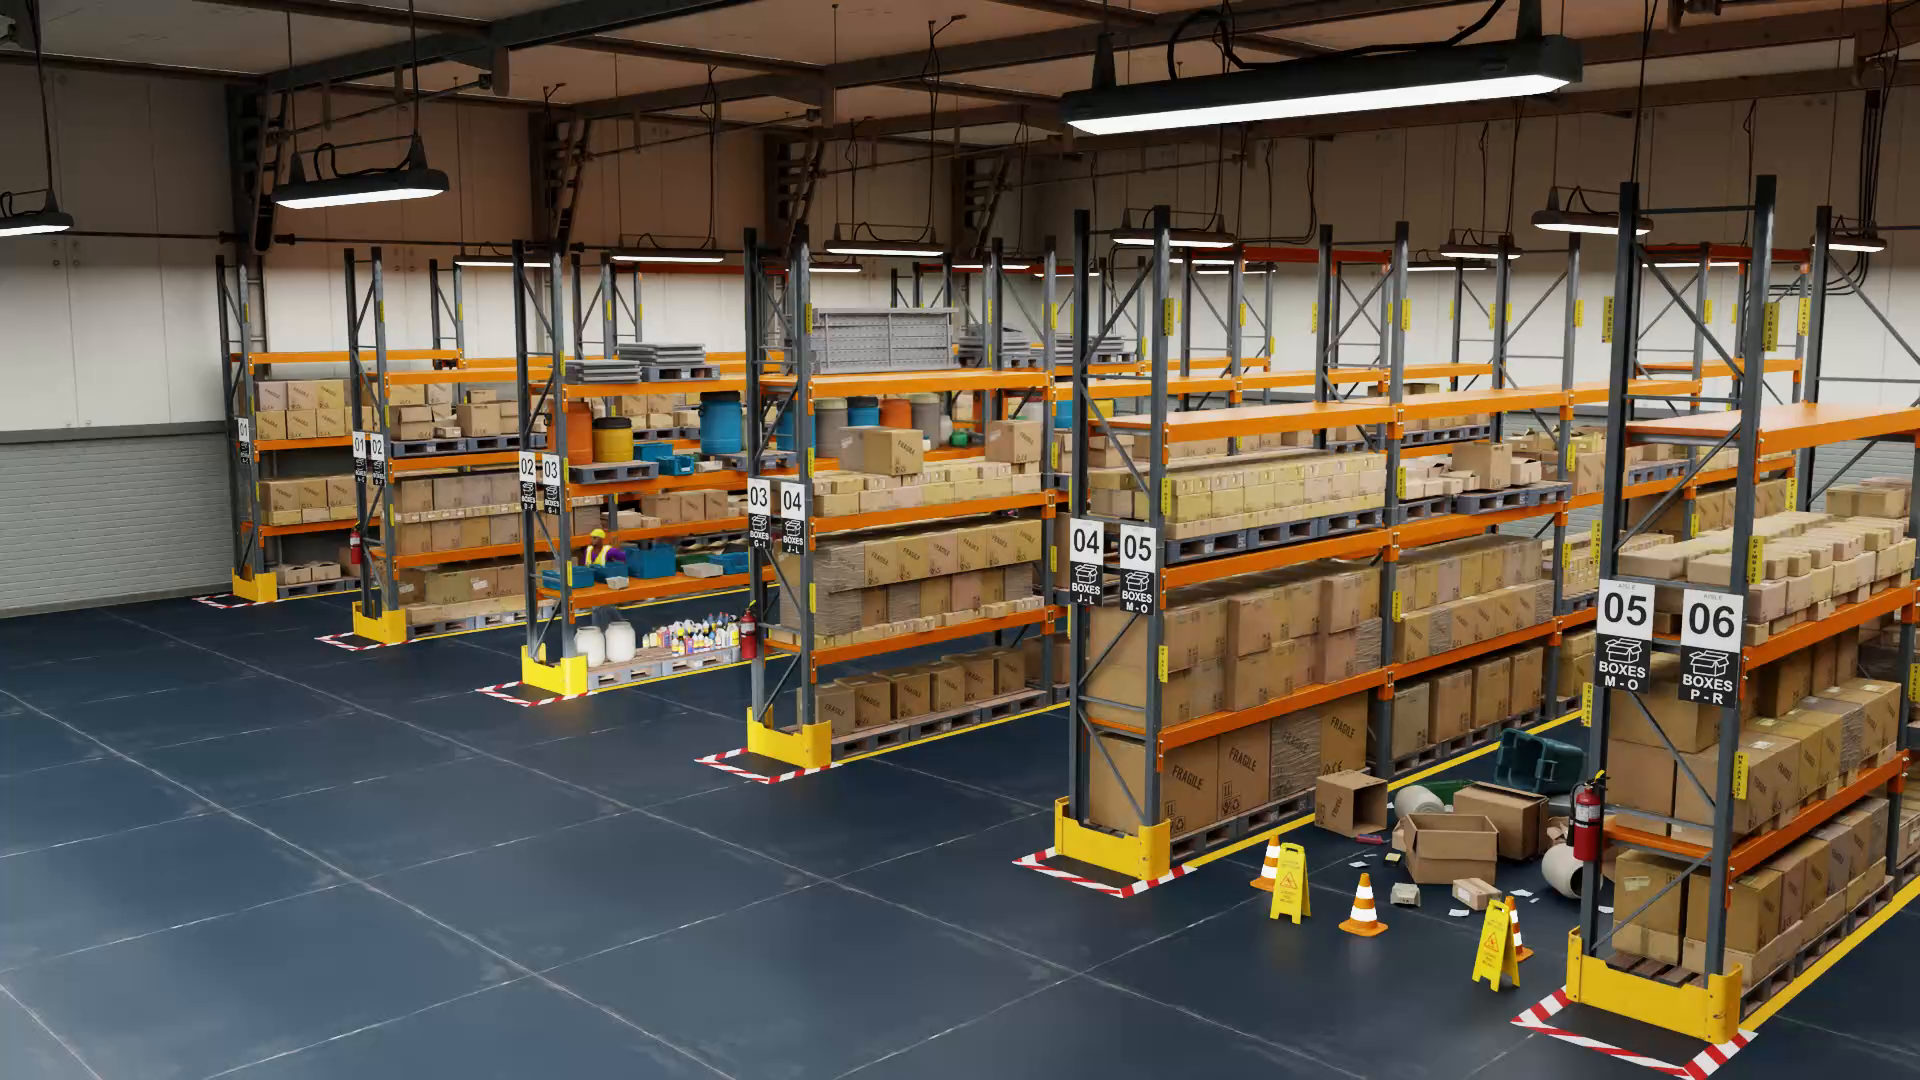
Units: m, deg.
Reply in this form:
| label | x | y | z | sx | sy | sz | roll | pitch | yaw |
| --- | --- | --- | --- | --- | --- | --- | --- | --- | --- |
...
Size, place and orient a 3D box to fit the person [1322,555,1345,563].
| label | x | y | z | sx | sy | sz | roll | pitch | yaw |
| --- | --- | --- | --- | --- | --- | --- | --- | --- | --- |
| person | 5.326 | 0.869 | 23.997 | 0.644 | 1.785 | 0.904 | 8 | 11 | 43 |

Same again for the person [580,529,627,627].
| label | x | y | z | sx | sy | sz | roll | pitch | yaw |
| --- | --- | --- | --- | --- | --- | --- | --- | --- | --- |
| person | -5.462 | 0.720 | 25.377 | 0.662 | 1.821 | 0.964 | 6 | 10 | 35 |

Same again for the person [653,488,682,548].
| label | x | y | z | sx | sy | sz | roll | pitch | yaw |
| --- | --- | --- | --- | --- | --- | --- | --- | --- | --- |
| person | -5.685 | -0.217 | 32.225 | 0.599 | 1.664 | 1.008 | 8 | 11 | 44 |
